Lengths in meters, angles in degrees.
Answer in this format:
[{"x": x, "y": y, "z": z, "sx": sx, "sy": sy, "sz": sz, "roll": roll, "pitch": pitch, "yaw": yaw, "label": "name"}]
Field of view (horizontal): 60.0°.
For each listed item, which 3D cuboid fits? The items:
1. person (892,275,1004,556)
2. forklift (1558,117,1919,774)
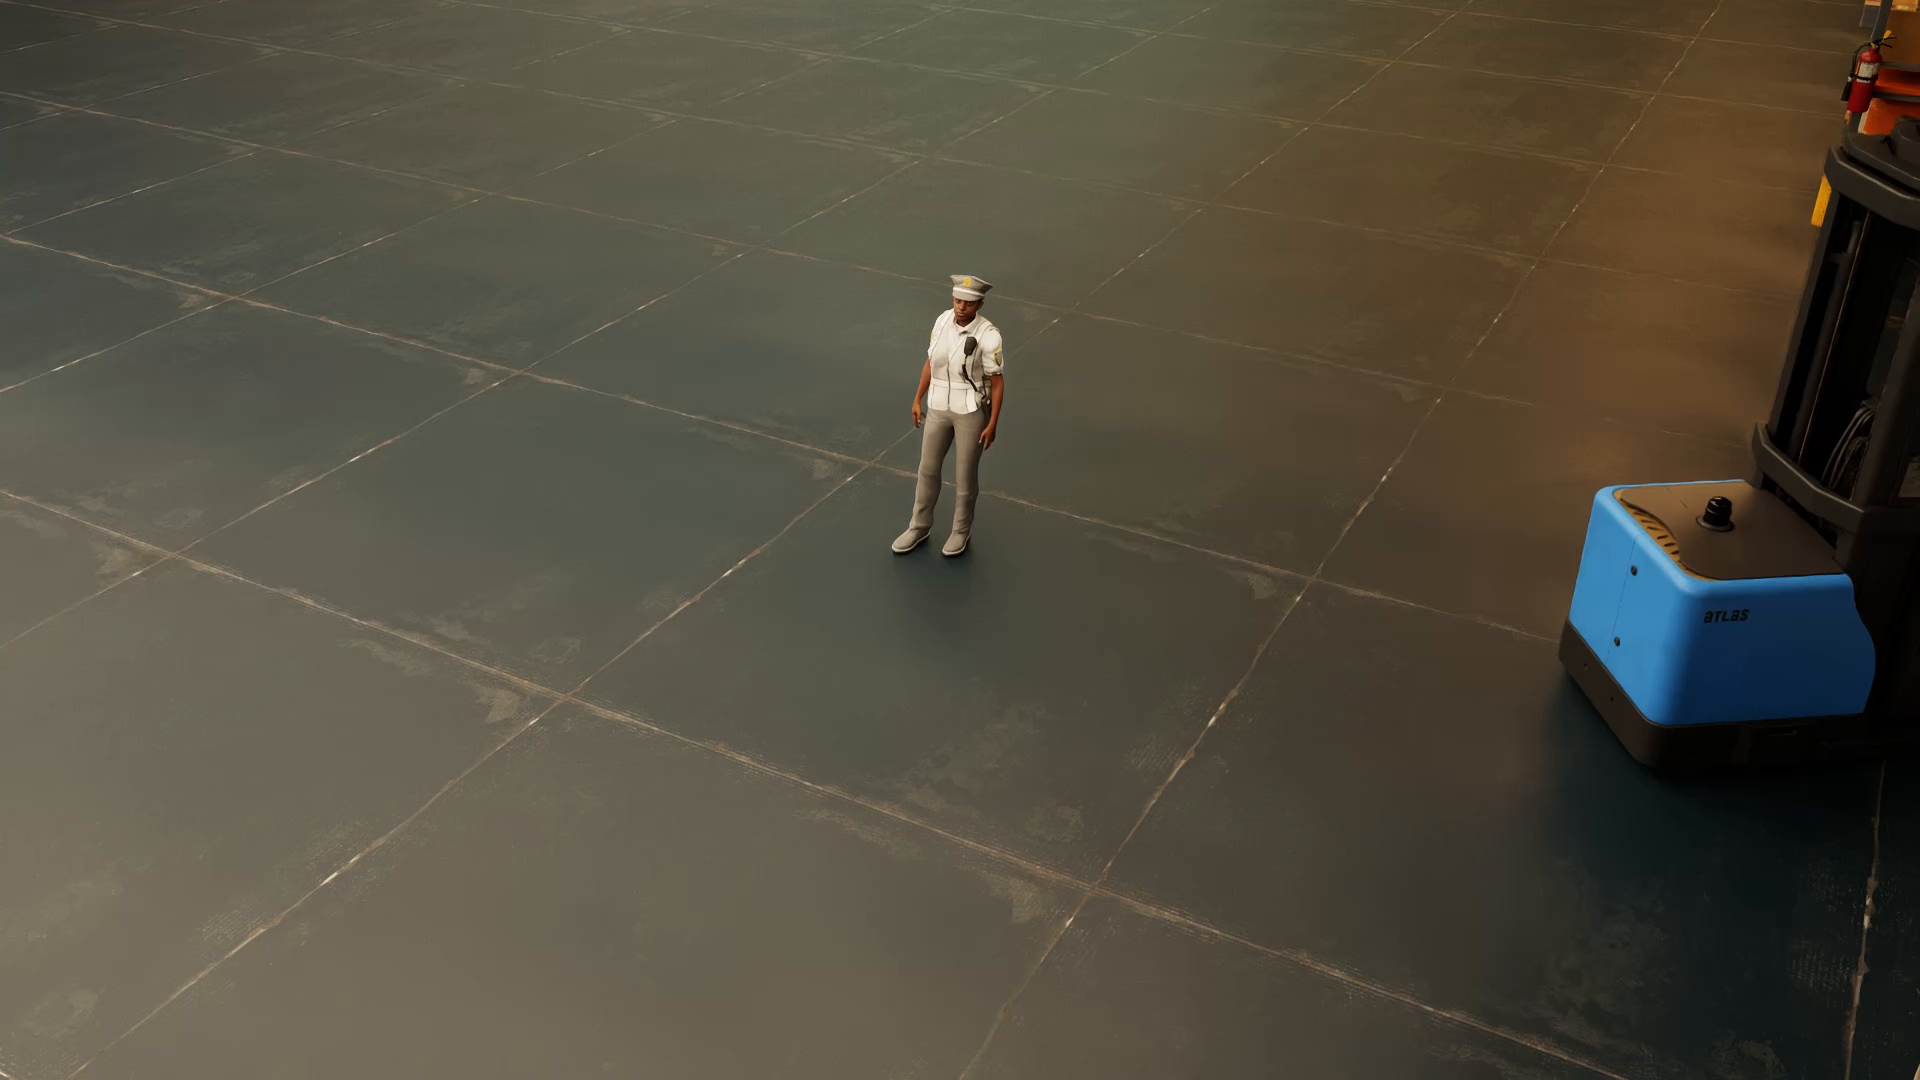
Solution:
[{"x": -0.054, "y": -0.712, "z": 9.527, "sx": 0.569, "sy": 1.694, "sz": 0.530, "roll": 15, "pitch": 33, "yaw": 25, "label": "person"}, {"x": 4.711, "y": -0.450, "z": 7.849, "sx": 3.031, "sy": 2.935, "sz": 1.130, "roll": -3, "pitch": 30, "yaw": -5, "label": "forklift"}]
